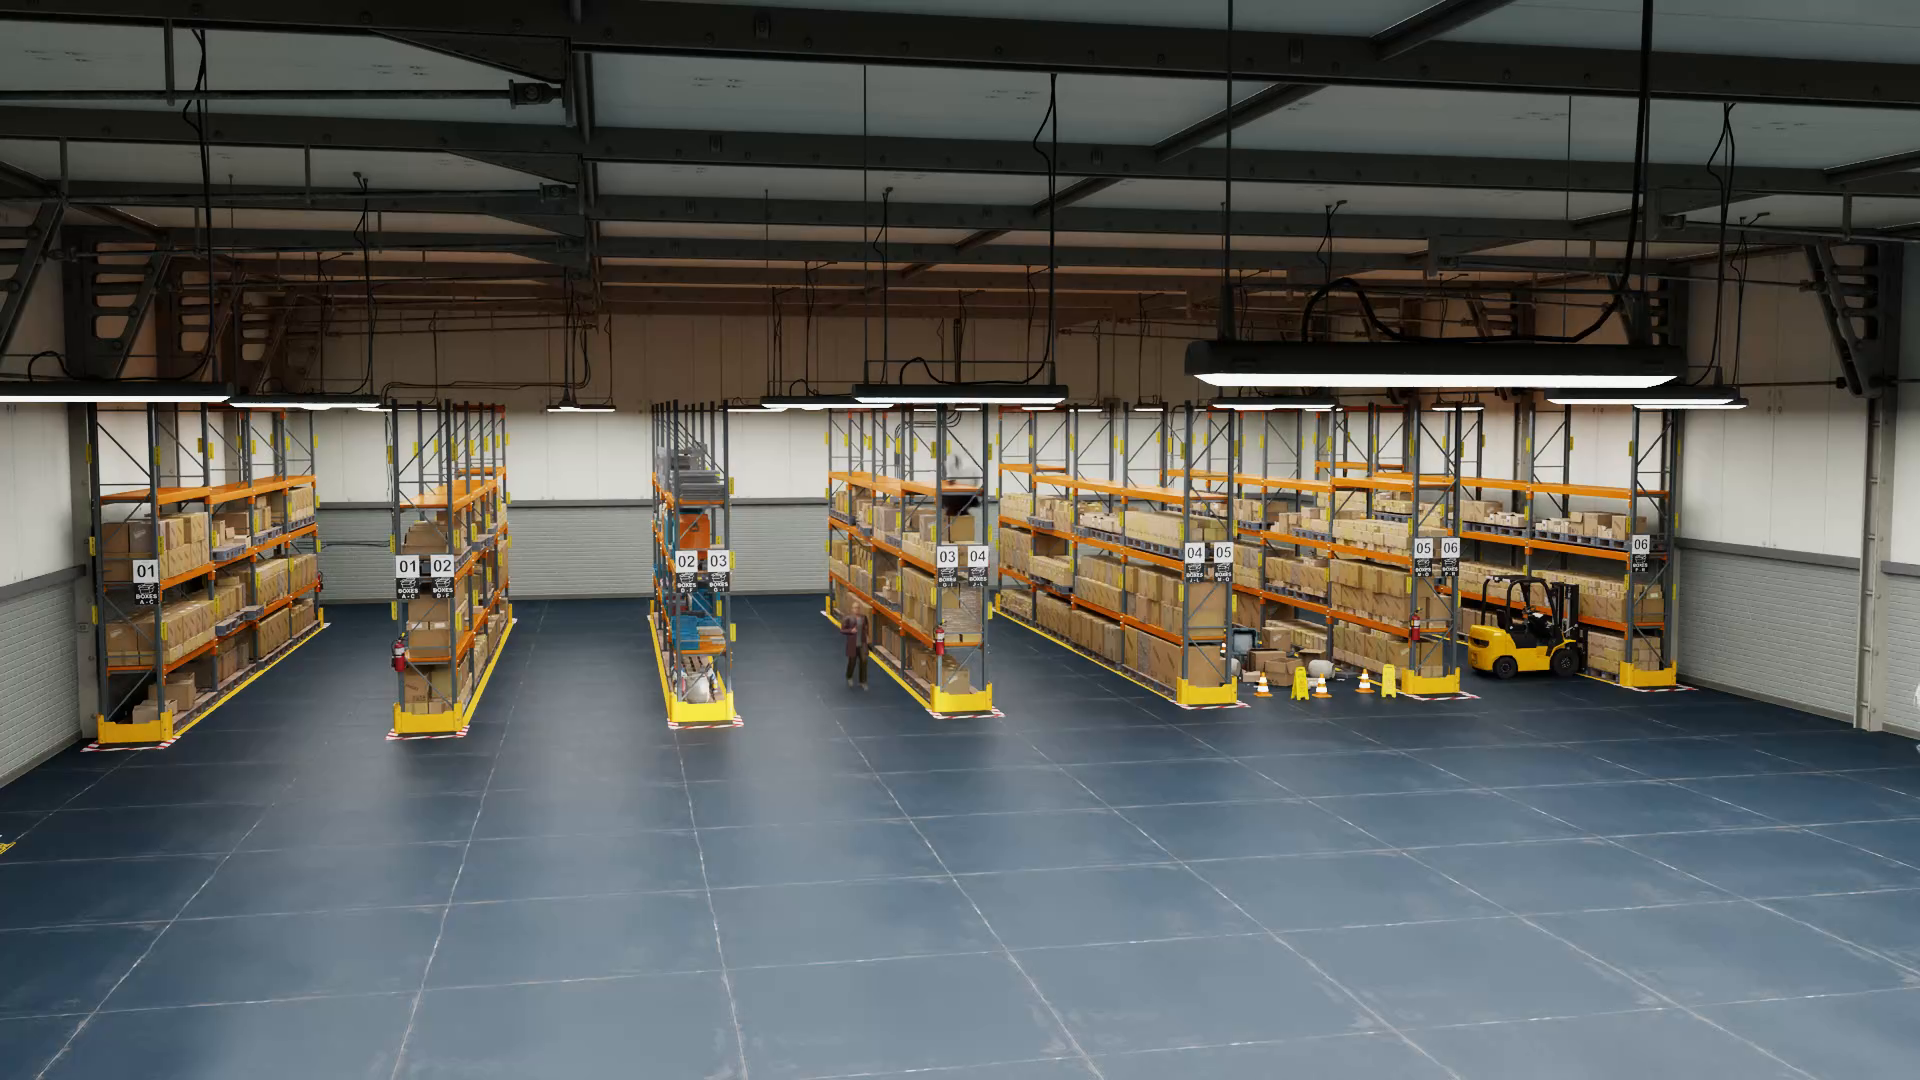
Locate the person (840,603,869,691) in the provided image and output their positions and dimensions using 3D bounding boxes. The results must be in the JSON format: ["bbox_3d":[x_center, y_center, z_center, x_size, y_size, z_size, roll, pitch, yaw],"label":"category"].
[{"bbox_3d":[-2.156,2.195,34.592,0.701,1.792,0.949,-2,5,-21],"label":"person"}]

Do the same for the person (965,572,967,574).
[{"bbox_3d":[0.143,1.193,49.341,0.888,1.630,0.533,3,5,38],"label":"person"}]

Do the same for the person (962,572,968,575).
[{"bbox_3d":[-0.193,1.221,48.140,0.953,1.714,0.816,1,4,8],"label":"person"}]
